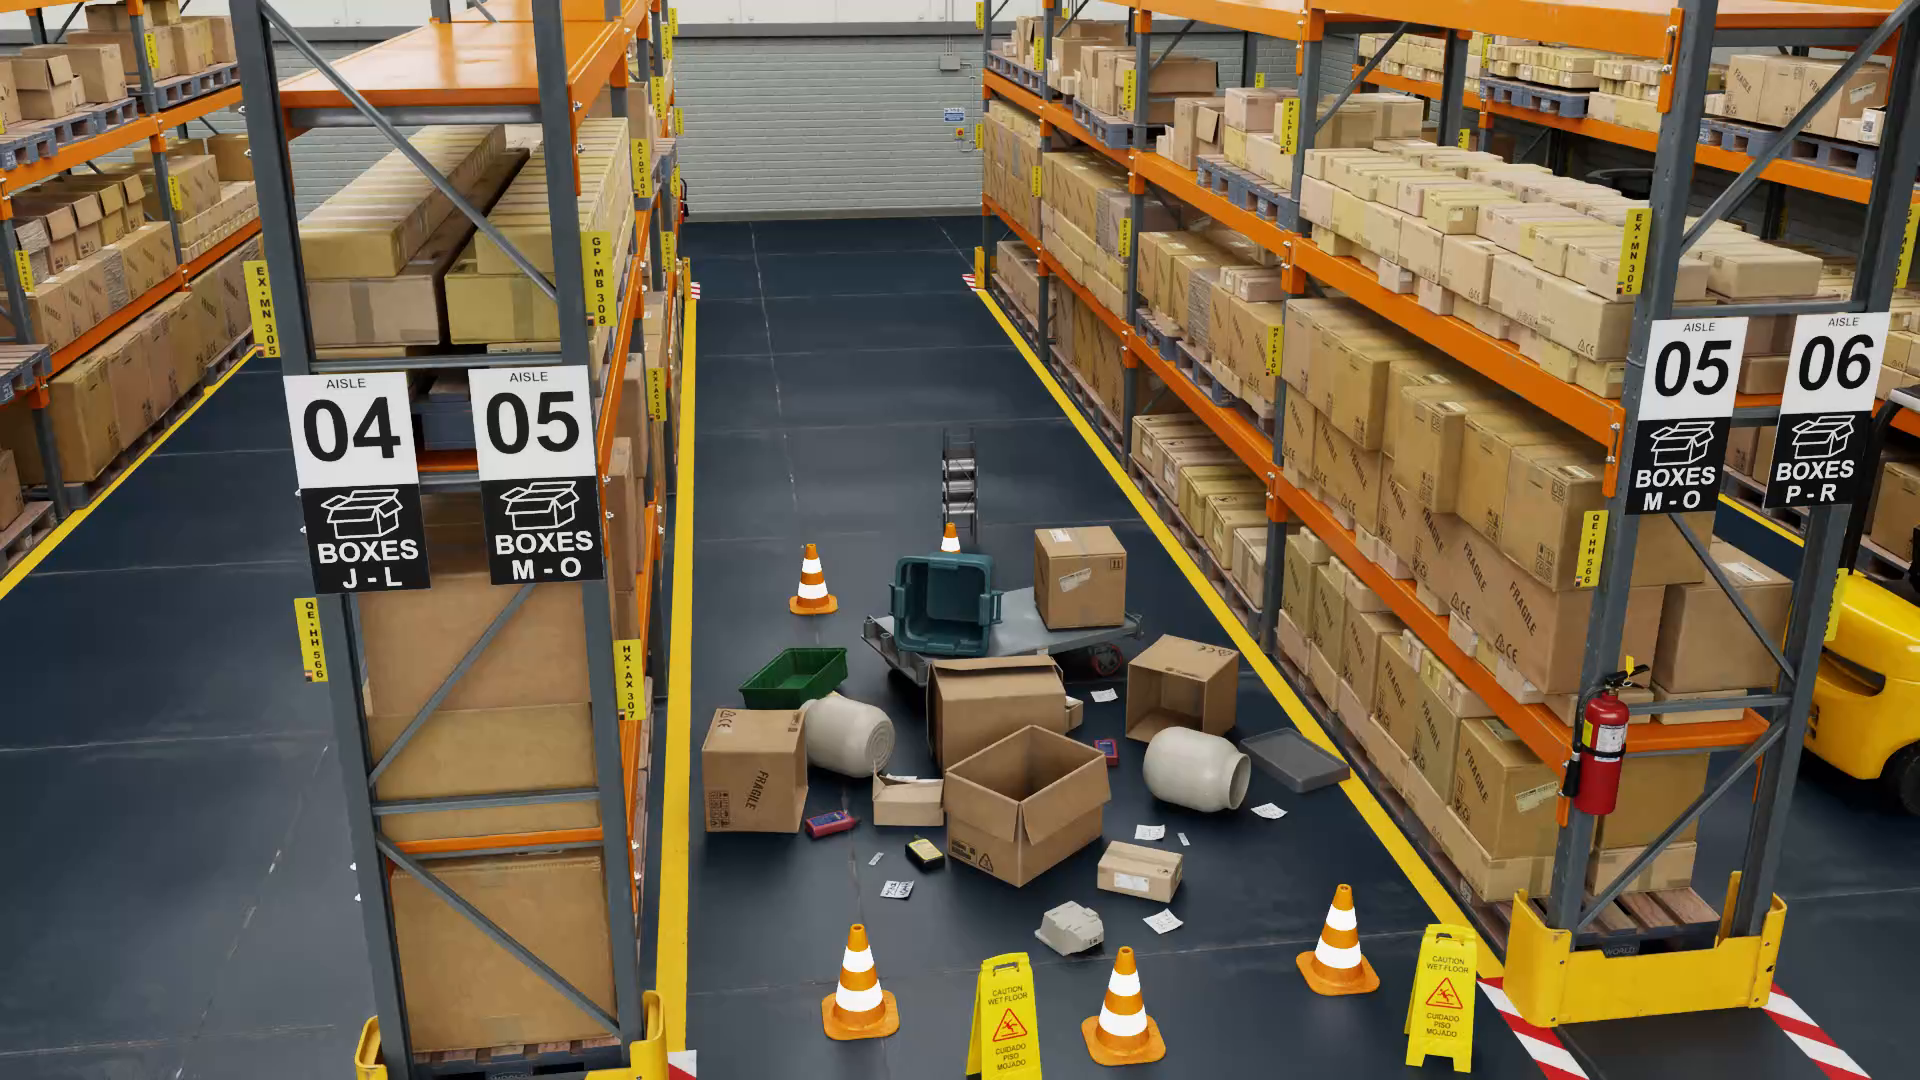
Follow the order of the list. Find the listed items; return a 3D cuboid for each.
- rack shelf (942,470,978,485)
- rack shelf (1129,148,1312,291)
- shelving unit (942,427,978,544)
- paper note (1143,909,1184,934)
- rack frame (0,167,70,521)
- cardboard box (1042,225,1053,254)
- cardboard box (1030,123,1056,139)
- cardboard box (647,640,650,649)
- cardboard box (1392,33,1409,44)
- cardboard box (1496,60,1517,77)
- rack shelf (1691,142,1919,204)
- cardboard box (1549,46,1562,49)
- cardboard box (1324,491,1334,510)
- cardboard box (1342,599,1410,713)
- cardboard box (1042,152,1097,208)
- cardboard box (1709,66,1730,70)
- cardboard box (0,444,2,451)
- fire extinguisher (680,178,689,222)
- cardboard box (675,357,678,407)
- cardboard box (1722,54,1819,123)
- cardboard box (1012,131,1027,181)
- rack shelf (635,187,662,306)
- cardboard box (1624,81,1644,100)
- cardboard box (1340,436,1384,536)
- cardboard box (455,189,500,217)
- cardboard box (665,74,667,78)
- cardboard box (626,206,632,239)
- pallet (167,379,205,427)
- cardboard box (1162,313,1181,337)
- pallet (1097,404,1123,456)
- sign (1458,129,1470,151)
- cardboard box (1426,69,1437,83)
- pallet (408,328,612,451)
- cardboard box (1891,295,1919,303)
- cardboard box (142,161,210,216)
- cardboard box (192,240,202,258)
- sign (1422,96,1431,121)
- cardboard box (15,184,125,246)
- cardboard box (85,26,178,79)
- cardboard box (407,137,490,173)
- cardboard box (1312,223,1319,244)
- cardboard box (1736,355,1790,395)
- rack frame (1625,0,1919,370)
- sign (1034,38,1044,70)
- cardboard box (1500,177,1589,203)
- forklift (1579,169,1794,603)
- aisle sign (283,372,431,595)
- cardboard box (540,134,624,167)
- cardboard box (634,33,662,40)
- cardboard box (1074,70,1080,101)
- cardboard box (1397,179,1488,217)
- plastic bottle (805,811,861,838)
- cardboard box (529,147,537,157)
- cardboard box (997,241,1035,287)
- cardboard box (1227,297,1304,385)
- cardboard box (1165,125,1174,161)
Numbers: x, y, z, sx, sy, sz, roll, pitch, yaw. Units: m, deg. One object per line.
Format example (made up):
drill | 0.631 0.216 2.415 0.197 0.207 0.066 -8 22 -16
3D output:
rack shelf | -0.001 -0.477 13.046 0.258 0.077 0.200 -3 21 -8
rack shelf | 2.241 -2.440 12.202 1.077 0.370 4.000 -3 21 -8
shelving unit | -0.001 -0.424 13.066 0.258 0.900 0.210 -3 21 -8
paper note | 1.000 1.870 8.166 0.148 0.019 0.142 -11 23 -26
rack frame | -7.854 -1.564 13.117 1.000 3.000 0.127 -3 21 -8
cardboard box | 1.178 -3.213 17.746 0.500 0.250 0.500 -3 21 -9
cardboard box | 1.006 -4.629 18.823 0.380 0.149 0.250 -3 21 -8
cardboard box | -2.533 0.252 10.868 1.050 0.750 0.750 -3 21 -8
cardboard box | 5.667 -6.277 20.523 0.500 0.250 0.500 -3 21 -9
cardboard box | 5.940 -5.017 17.690 0.380 0.149 0.250 -3 21 -7
rack shelf | 7.152 -2.691 12.876 1.077 0.370 4.000 -3 21 -8
cardboard box | 6.505 -5.185 17.715 0.380 0.149 0.250 -3 21 -7
cardboard box | 2.414 -0.261 9.986 0.380 0.149 0.250 -3 21 -8
cardboard box | 2.509 0.643 9.464 0.500 0.500 0.500 -2 21 -5
cardboard box | 1.155 -3.797 17.524 0.500 0.500 0.500 -3 21 -7
cardboard box | 7.040 -4.292 15.354 0.380 0.149 0.250 -3 21 -8
cardboard box | -7.727 -0.720 12.729 0.500 0.250 0.500 -2 21 -6
fire extinguisher | -3.664 -4.449 21.483 0.296 0.674 0.183 -3 21 -8
cardboard box | -3.008 -1.591 16.161 0.500 0.500 0.500 -3 21 -9
cardboard box | 6.727 -3.748 13.791 0.500 0.500 0.500 -3 21 -7
cardboard box | 0.887 -4.465 19.313 0.500 0.500 0.500 -3 21 -7
rack shelf | -2.643 -2.155 11.440 1.077 0.370 4.000 -3 21 -8
cardboard box | 6.465 -4.215 15.571 0.380 0.149 0.250 -3 21 -8
cardboard box | 2.472 -0.352 9.302 0.500 0.500 0.500 -3 21 -8
cardboard box | -2.340 -1.404 7.448 0.500 0.250 0.500 -3 21 -7
cardboard box | -3.394 -4.846 17.830 0.500 0.250 0.500 -3 21 -9
cardboard box | -1.910 -1.639 8.645 0.380 0.149 0.250 -3 21 -7
pallet | -8.245 -1.379 16.607 1.003 0.211 1.213 -3 21 -8
cardboard box | 1.836 -1.728 13.315 0.380 0.149 0.250 -3 21 -7
pallet | 1.914 -1.034 15.684 1.003 0.211 1.213 -3 21 -8
sign | 3.065 -2.356 10.212 0.100 0.325 0.005 -3 21 -8
cardboard box | 5.798 -5.542 19.840 0.380 0.149 0.250 -3 21 -7
pallet | -1.895 -0.629 6.454 1.003 0.211 1.213 -3 21 -8
cardboard box | 6.989 -1.742 12.524 0.380 0.149 0.250 -3 21 -9
cardboard box | -8.310 -3.719 17.604 0.500 0.500 0.500 -3 21 -8
cardboard box | -8.182 -3.041 17.431 0.380 0.149 0.250 -4 21 -10
sign | 6.263 -5.797 22.343 0.100 0.325 0.005 -3 21 -8
cardboard box | -8.243 -3.007 15.403 0.797 0.503 0.637 -3 21 -7
cardboard box | -8.676 -5.099 17.408 0.700 0.500 0.500 -2 21 -5
cardboard box | -2.527 -1.892 8.184 0.380 0.149 0.250 -3 21 -9
cardboard box | 2.330 -1.845 9.941 0.380 0.149 0.250 -3 21 -9
cardboard box | 3.379 -0.713 6.909 0.380 0.149 0.250 -3 21 -8
rack frame | 3.106 -2.104 5.989 1.000 3.000 0.127 -3 21 -8
sign | 0.827 -5.105 17.457 0.100 0.325 0.005 -3 21 -8
cardboard box | 3.045 -1.795 8.668 0.380 0.149 0.250 -3 21 -7
forklift | 4.959 -1.088 11.941 1.130 2.935 3.031 -10 23 -26
aisle sign | -2.064 -0.188 5.716 0.394 0.787 0.004 -3 21 -8
cardboard box | -1.879 -1.927 8.278 0.380 0.149 0.250 -3 21 -7
cardboard box | -3.452 -5.490 18.272 0.380 0.149 0.250 -2 21 -5
cardboard box | 1.293 -4.337 15.847 0.396 0.266 0.258 -1 21 -3
cardboard box | 2.494 -1.766 8.590 0.380 0.149 0.250 -3 21 -9
plastic bottle | -0.687 1.534 9.022 0.283 0.061 0.133 -11 23 -26
cardboard box | -2.615 -2.209 10.028 0.500 0.250 0.500 -3 21 -7
cardboard box | 0.994 -3.607 21.647 0.875 0.438 0.875 -4 21 -10
cardboard box | 2.163 -1.382 11.461 0.500 0.500 0.500 -3 21 -7
cardboard box | 1.867 -3.200 13.402 0.396 0.266 0.258 -3 21 -8
